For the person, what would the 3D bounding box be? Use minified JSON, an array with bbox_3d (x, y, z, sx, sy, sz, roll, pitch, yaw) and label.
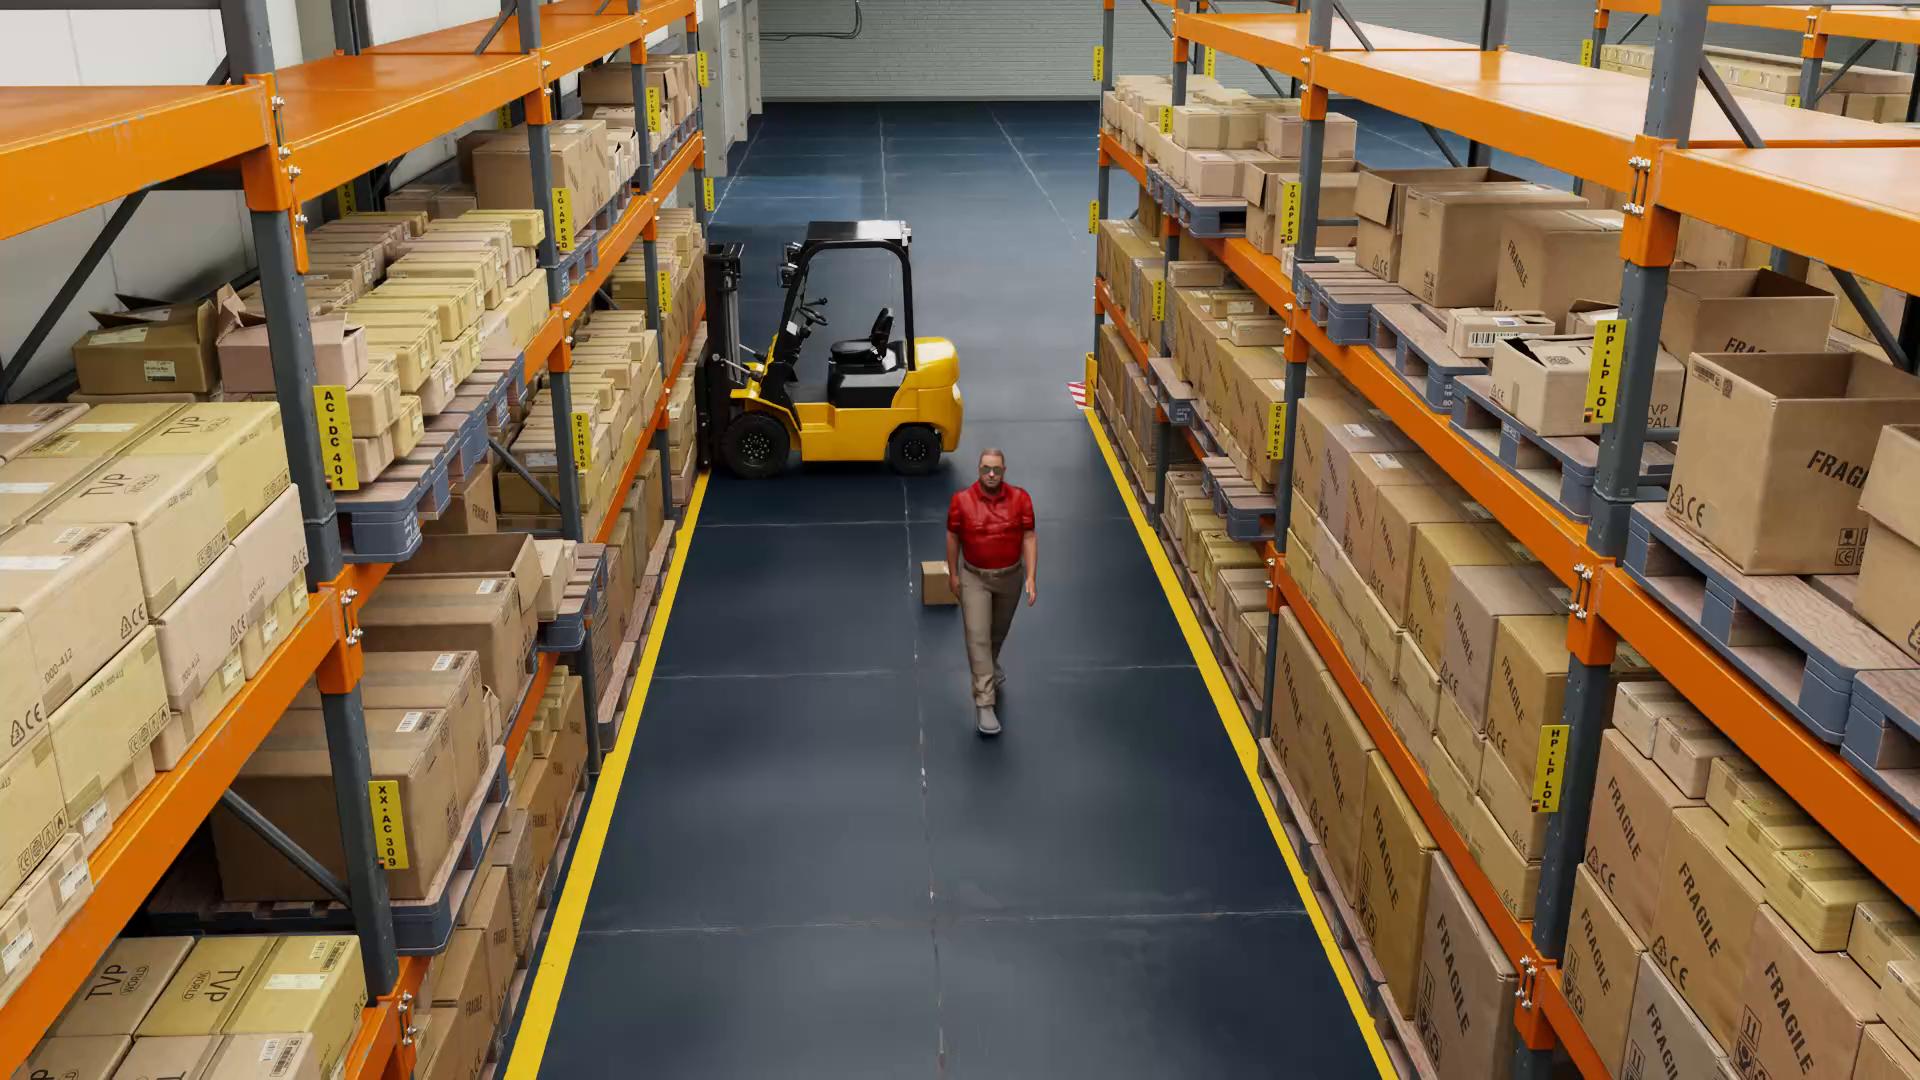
[{"bbox_3d":[0.218,0.251,10.382,0.548,1.661,1.055,-4,21,-11],"label":"person"}]
